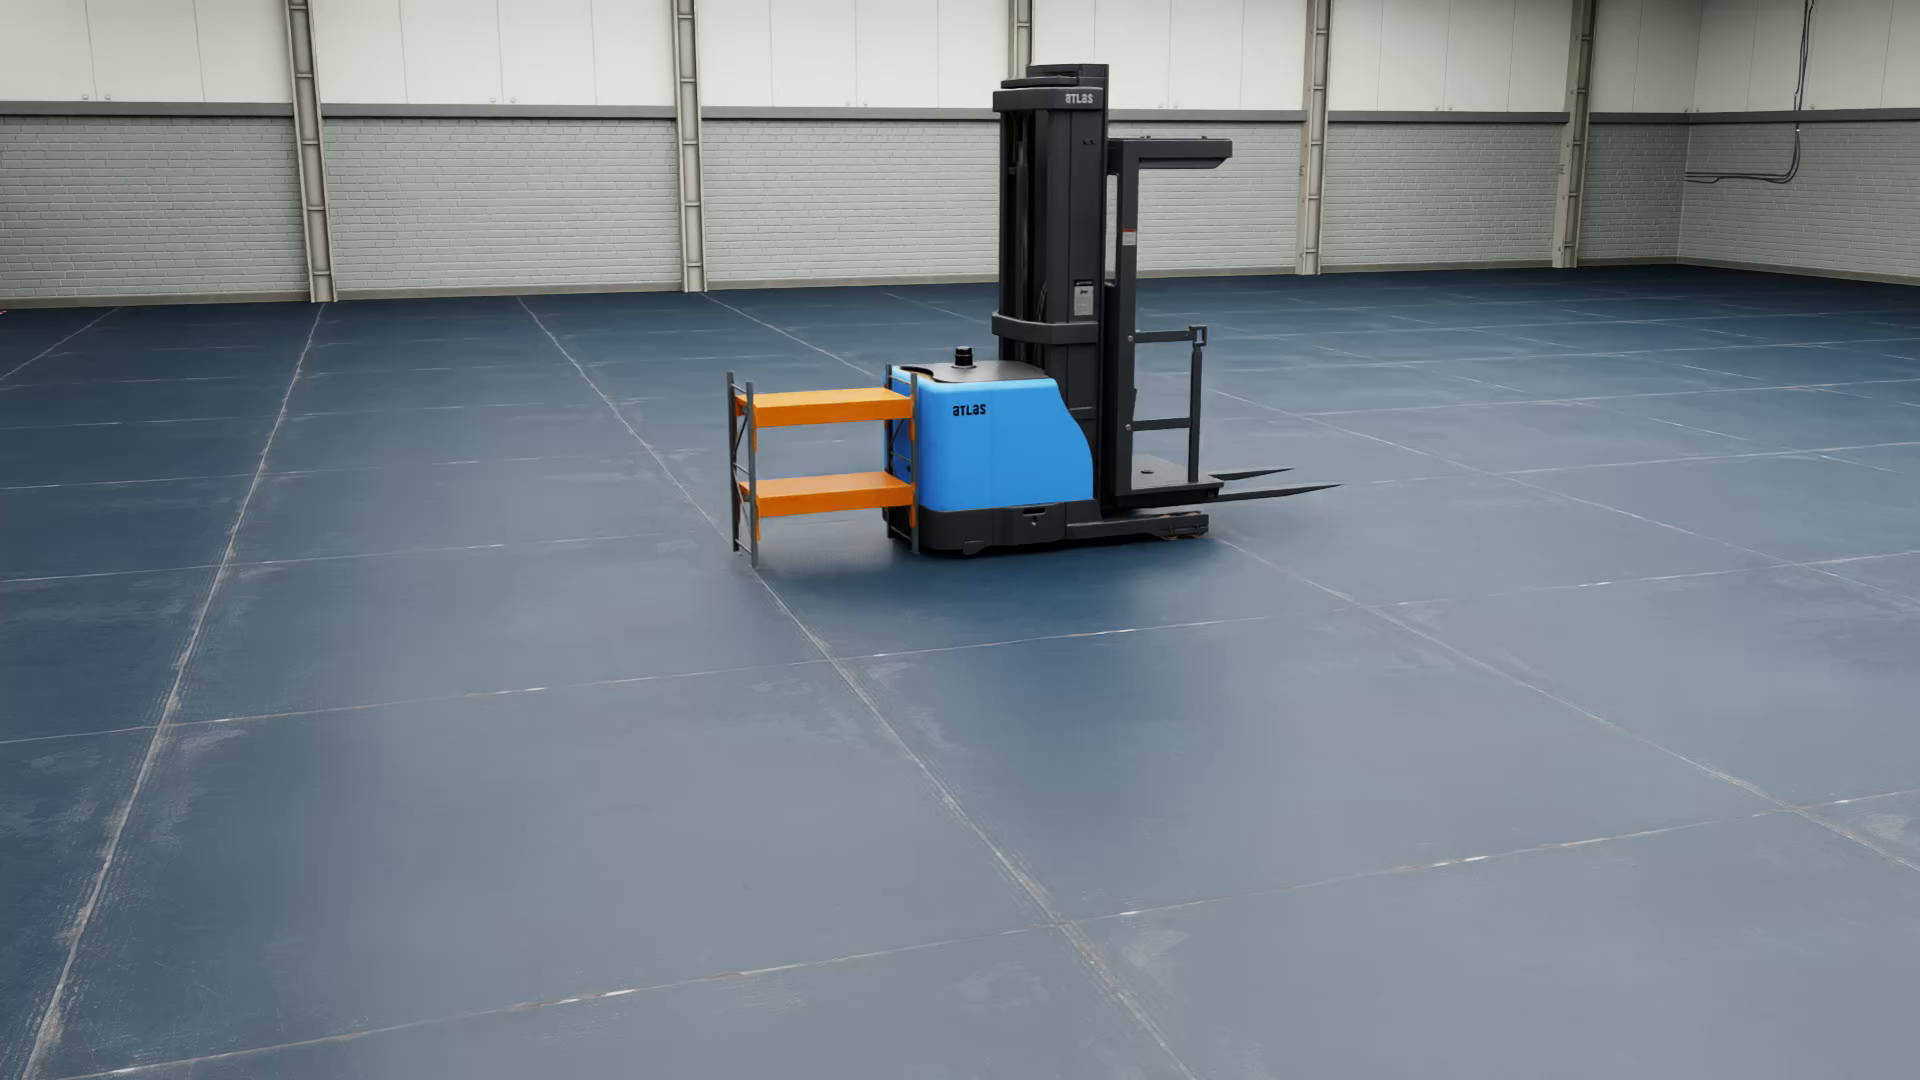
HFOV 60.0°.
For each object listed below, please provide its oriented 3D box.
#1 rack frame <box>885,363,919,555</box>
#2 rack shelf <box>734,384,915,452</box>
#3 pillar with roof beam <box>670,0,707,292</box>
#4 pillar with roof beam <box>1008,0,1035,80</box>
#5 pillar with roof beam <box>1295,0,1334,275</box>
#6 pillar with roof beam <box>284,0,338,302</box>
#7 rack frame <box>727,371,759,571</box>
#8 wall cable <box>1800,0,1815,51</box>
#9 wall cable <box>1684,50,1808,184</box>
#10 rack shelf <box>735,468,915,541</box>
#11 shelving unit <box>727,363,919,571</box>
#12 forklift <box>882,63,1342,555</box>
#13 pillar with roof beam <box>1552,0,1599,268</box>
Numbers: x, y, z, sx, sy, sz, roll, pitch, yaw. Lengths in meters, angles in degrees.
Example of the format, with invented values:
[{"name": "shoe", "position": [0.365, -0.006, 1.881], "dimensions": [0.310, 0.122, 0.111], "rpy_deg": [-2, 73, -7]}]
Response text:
[{"name": "rack frame", "position": [-0.362, -0.508, 10.350], "dimensions": [0.032, 1.125, 0.500], "rpy_deg": [-5, 14, -21]}, {"name": "rack shelf", "position": [-0.834, -0.749, 10.098], "dimensions": [1.000, 0.278, 0.538], "rpy_deg": [-5, 14, -21]}, {"name": "pillar with roof beam", "position": [-3.218, -7.741, 23.739], "dimensions": [0.400, 9.000, 9.100], "rpy_deg": [-4, 14, -18]}, {"name": "pillar with roof beam", "position": [2.469, -8.183, 25.601], "dimensions": [0.400, 9.000, 9.100], "rpy_deg": [-4, 14, -18]}, {"name": "pillar with roof beam", "position": [8.155, -8.626, 27.462], "dimensions": [0.400, 9.000, 9.100], "rpy_deg": [-4, 14, -18]}, {"name": "pillar with roof beam", "position": [-8.905, -7.298, 21.877], "dimensions": [0.400, 9.000, 9.100], "rpy_deg": [-4, 14, -18]}, {"name": "rack frame", "position": [-1.306, -0.421, 9.982], "dimensions": [0.032, 1.125, 0.500], "rpy_deg": [-5, 14, -21]}, {"name": "wall cable", "position": [16.546, -10.294, 30.269], "dimensions": [0.112, 2.526, 3.097], "rpy_deg": [-4, 14, -18]}, {"name": "wall cable", "position": [15.683, -8.430, 33.348], "dimensions": [0.112, 2.526, 3.097], "rpy_deg": [-4, 14, -18]}, {"name": "rack shelf", "position": [-0.834, -0.227, 10.222], "dimensions": [1.000, 0.278, 0.538], "rpy_deg": [-5, 14, -21]}, {"name": "shelving unit", "position": [-0.834, -0.465, 10.166], "dimensions": [1.048, 1.125, 0.538], "rpy_deg": [-5, 14, -21]}, {"name": "forklift", "position": [1.059, -1.528, 10.732], "dimensions": [3.031, 2.935, 1.130], "rpy_deg": [-5, 14, -21]}, {"name": "pillar with roof beam", "position": [13.842, -9.069, 29.324], "dimensions": [0.400, 9.000, 9.100], "rpy_deg": [-4, 14, -18]}]
